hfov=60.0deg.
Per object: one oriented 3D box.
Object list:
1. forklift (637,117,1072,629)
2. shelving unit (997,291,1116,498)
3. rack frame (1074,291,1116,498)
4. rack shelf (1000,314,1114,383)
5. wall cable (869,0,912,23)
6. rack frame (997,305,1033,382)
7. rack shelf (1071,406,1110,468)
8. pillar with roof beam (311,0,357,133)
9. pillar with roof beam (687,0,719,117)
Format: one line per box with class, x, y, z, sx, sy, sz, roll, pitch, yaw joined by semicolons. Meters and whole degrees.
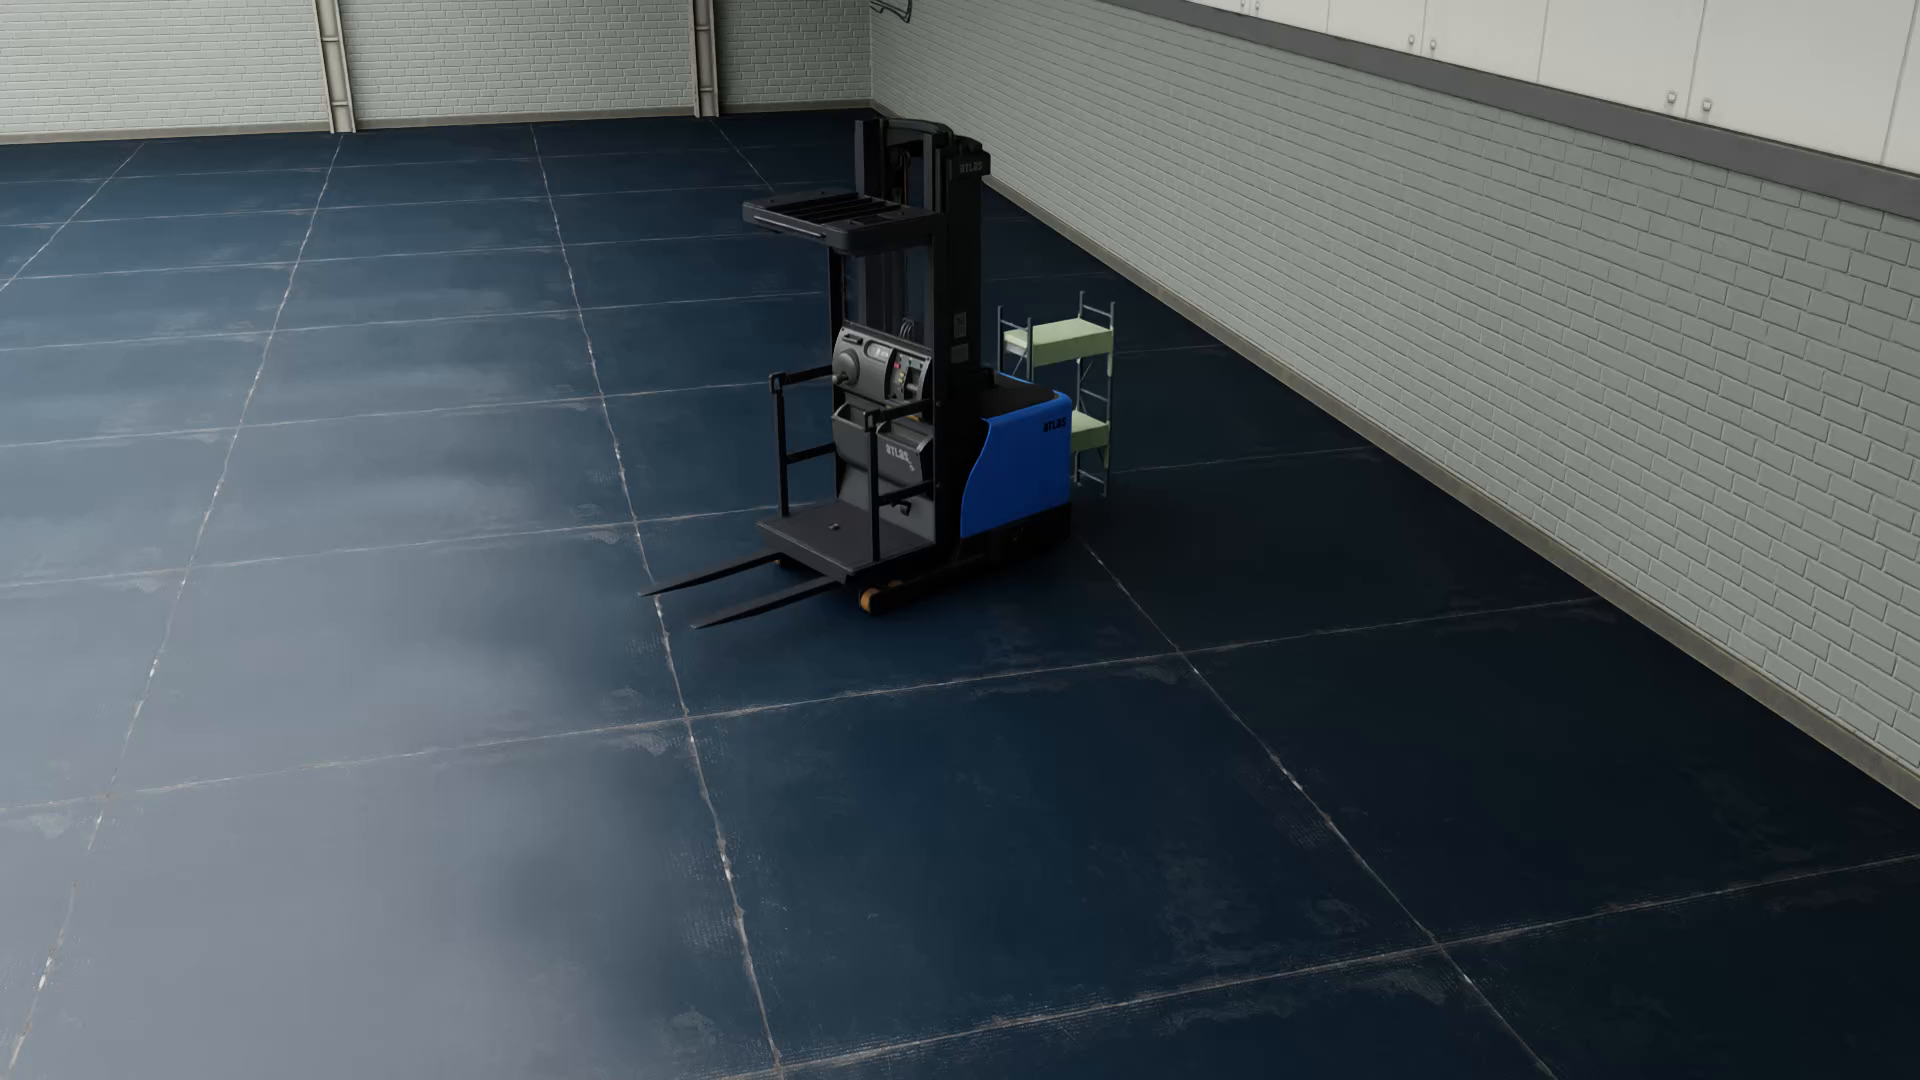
forklift;-0.665;-1.104;10.606;3.031;2.935;1.130;-19;30;-37
shelving unit;0.694;-0.995;12.168;0.755;1.500;0.431;-15;27;-30
rack frame;1.000;-1.074;12.352;0.023;1.500;0.400;-15;27;-30
rack shelf;0.694;-1.354;12.014;0.720;0.370;0.431;-15;27;-30
wall cable;-1.223;-9.926;27.409;0.112;2.526;3.097;-6;24;-14
rack frame;0.388;-0.916;11.983;0.023;1.500;0.400;-15;27;-30
rack shelf;0.694;-0.696;12.296;0.720;0.370;0.431;-15;27;-30
pillar with roof beam;-9.031;-9.268;21.937;0.400;9.000;9.100;-6;24;-14
pillar with roof beam;-3.254;-9.907;23.426;0.400;9.000;9.100;-6;24;-14
